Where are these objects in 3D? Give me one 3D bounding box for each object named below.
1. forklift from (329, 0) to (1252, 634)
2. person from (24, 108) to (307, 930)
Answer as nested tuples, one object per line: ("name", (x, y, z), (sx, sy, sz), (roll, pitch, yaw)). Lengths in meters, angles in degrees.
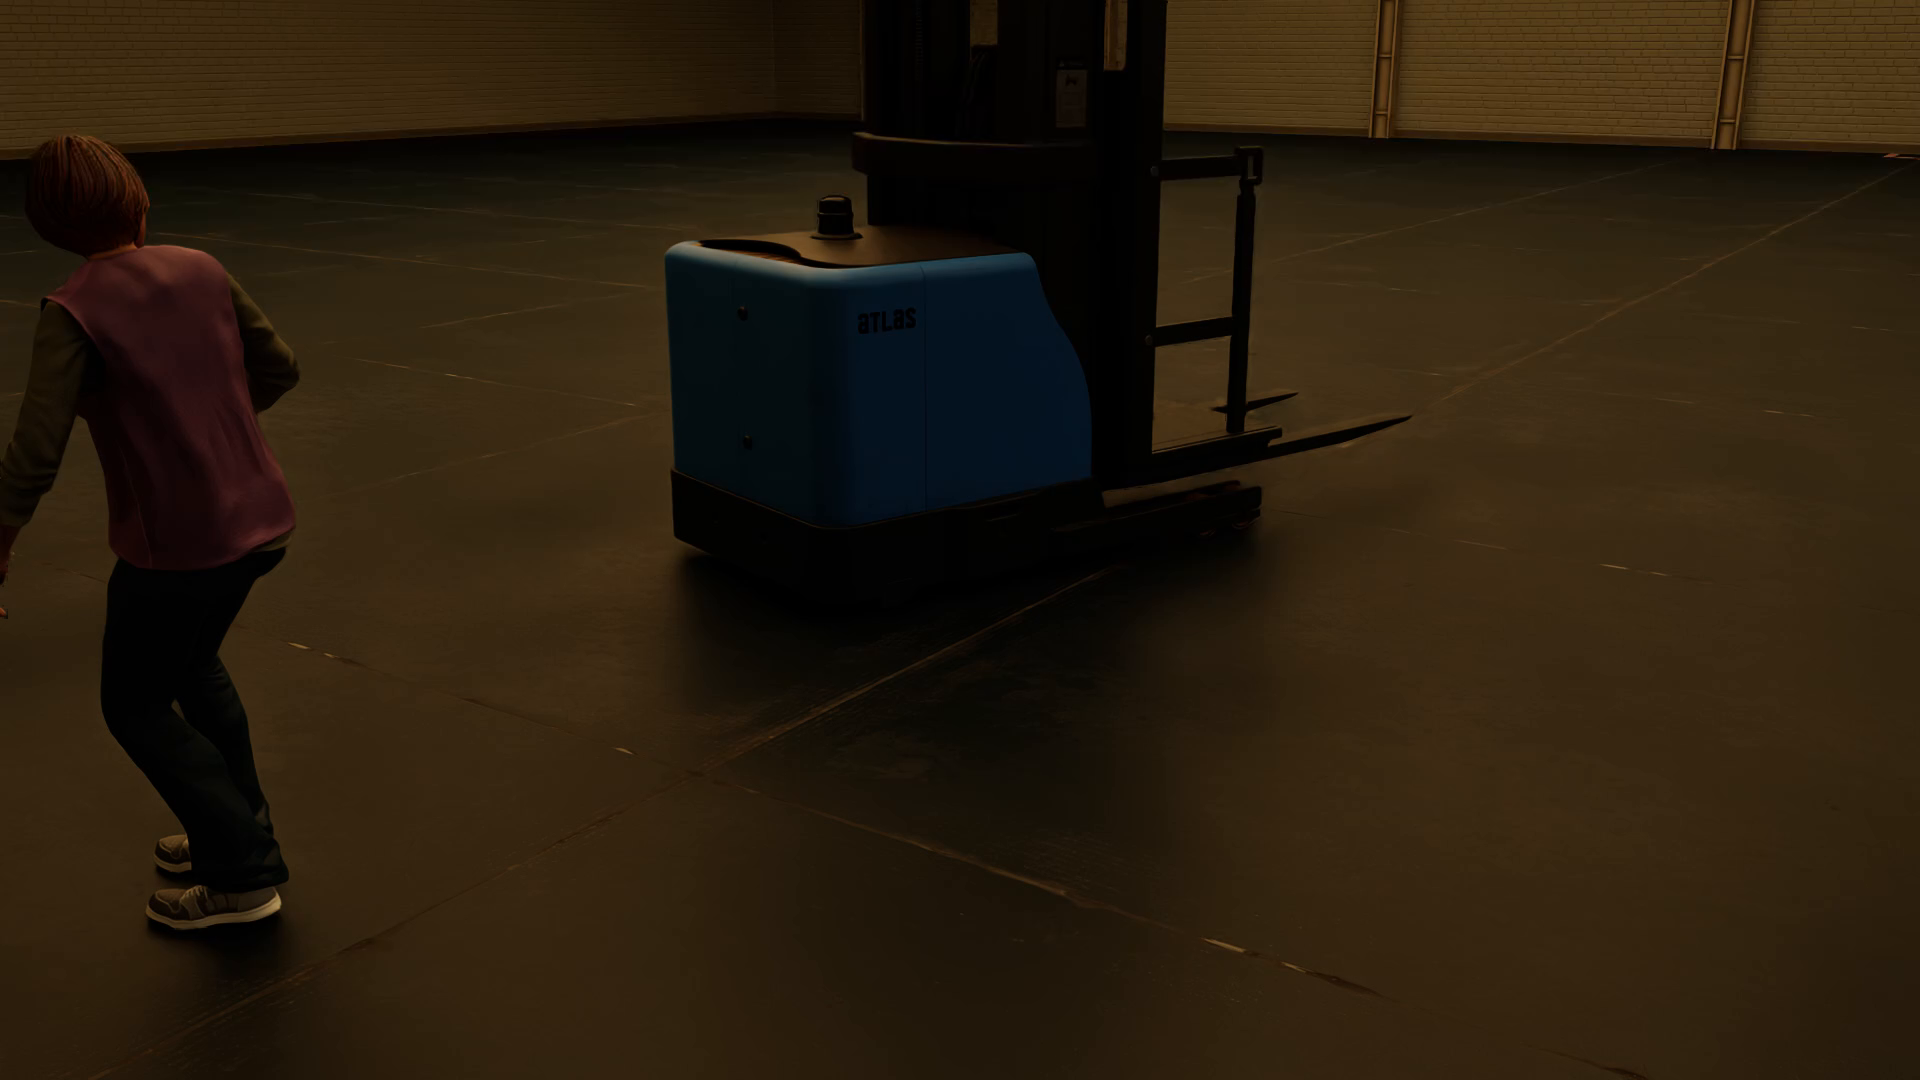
("forklift", (-0.450, -1.292, 5.152), (3.031, 2.935, 1.130), (-12, 21, -36))
("person", (-1.551, -0.014, 3.249), (0.424, 1.580, 0.414), (-8, 19, -26))
